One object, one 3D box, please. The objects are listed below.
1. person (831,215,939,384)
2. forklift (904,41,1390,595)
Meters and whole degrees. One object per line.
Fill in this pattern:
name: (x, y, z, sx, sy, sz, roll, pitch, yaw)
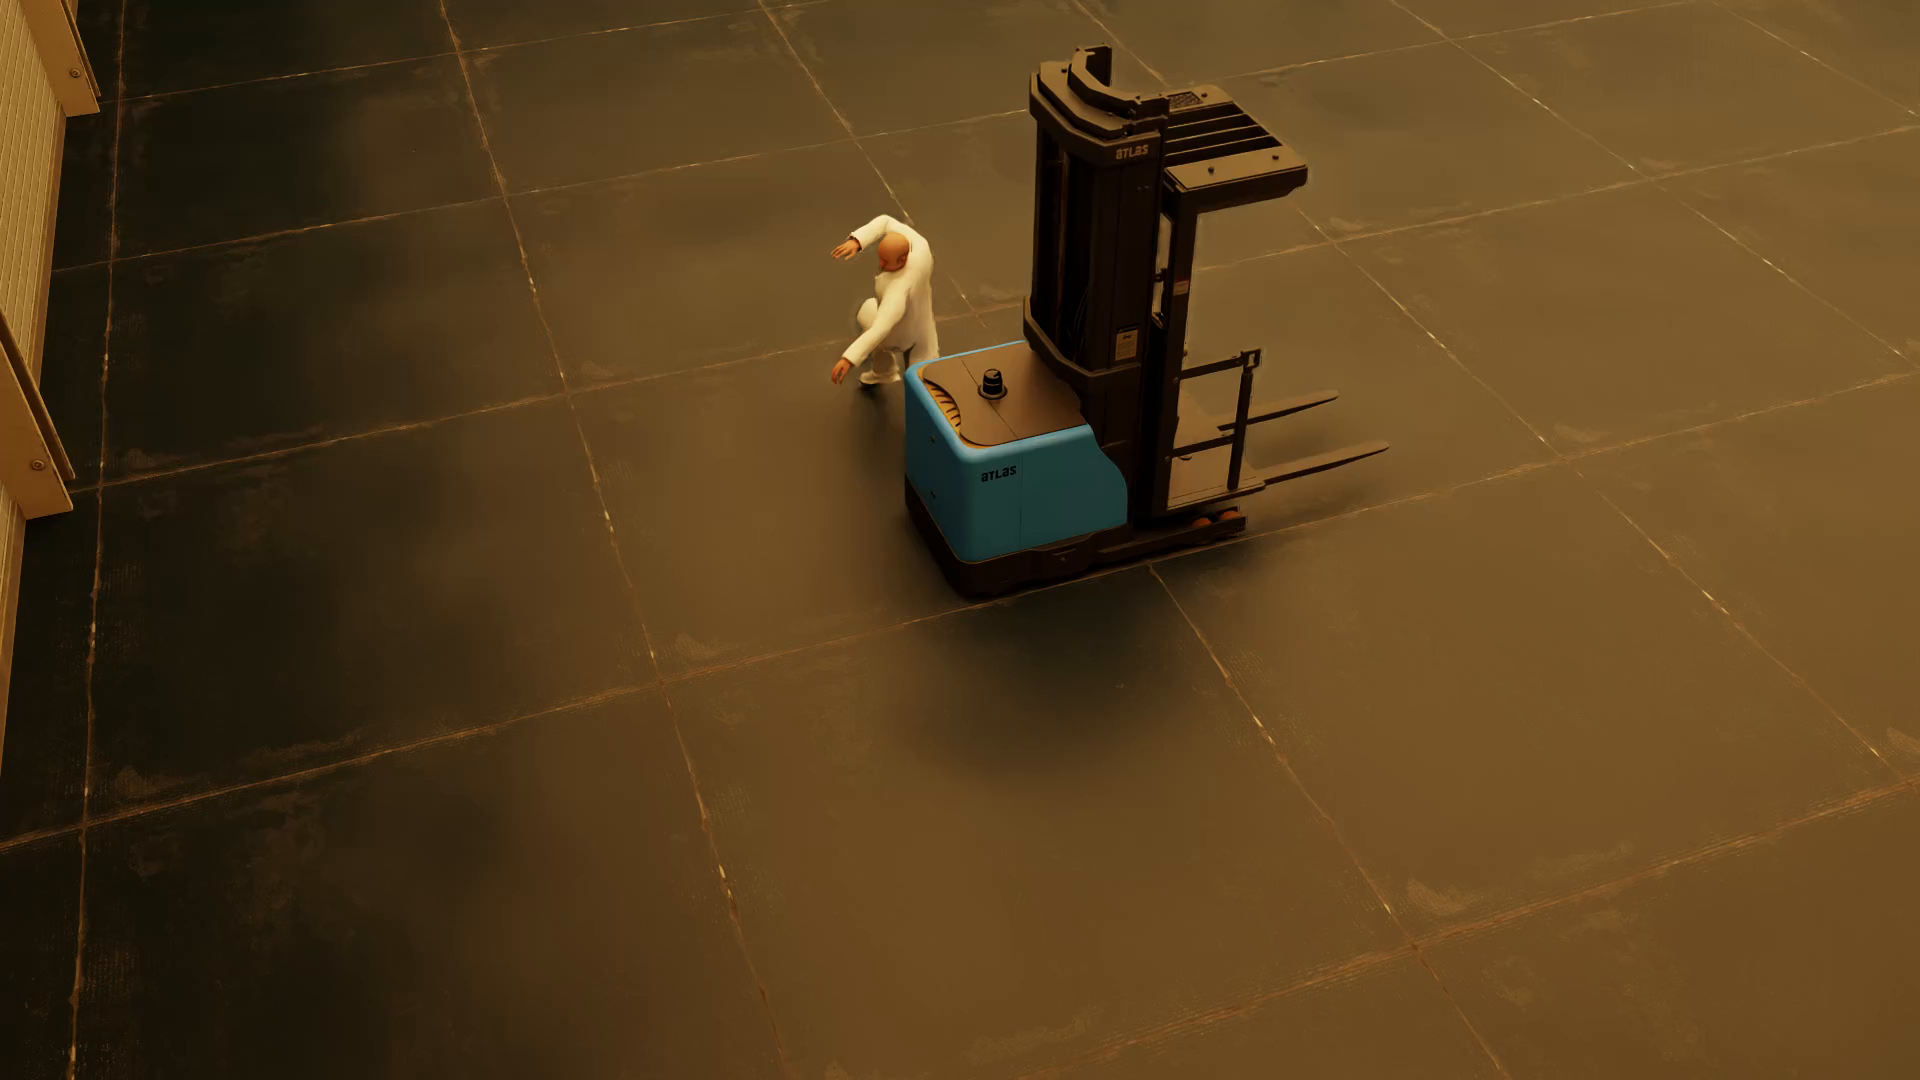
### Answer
person: (-0.570, -1.351, 10.752, 0.958, 1.479, 1.046, -21, 44, -23)
forklift: (1.226, -1.396, 9.660, 3.031, 2.935, 1.130, -14, 42, -16)
